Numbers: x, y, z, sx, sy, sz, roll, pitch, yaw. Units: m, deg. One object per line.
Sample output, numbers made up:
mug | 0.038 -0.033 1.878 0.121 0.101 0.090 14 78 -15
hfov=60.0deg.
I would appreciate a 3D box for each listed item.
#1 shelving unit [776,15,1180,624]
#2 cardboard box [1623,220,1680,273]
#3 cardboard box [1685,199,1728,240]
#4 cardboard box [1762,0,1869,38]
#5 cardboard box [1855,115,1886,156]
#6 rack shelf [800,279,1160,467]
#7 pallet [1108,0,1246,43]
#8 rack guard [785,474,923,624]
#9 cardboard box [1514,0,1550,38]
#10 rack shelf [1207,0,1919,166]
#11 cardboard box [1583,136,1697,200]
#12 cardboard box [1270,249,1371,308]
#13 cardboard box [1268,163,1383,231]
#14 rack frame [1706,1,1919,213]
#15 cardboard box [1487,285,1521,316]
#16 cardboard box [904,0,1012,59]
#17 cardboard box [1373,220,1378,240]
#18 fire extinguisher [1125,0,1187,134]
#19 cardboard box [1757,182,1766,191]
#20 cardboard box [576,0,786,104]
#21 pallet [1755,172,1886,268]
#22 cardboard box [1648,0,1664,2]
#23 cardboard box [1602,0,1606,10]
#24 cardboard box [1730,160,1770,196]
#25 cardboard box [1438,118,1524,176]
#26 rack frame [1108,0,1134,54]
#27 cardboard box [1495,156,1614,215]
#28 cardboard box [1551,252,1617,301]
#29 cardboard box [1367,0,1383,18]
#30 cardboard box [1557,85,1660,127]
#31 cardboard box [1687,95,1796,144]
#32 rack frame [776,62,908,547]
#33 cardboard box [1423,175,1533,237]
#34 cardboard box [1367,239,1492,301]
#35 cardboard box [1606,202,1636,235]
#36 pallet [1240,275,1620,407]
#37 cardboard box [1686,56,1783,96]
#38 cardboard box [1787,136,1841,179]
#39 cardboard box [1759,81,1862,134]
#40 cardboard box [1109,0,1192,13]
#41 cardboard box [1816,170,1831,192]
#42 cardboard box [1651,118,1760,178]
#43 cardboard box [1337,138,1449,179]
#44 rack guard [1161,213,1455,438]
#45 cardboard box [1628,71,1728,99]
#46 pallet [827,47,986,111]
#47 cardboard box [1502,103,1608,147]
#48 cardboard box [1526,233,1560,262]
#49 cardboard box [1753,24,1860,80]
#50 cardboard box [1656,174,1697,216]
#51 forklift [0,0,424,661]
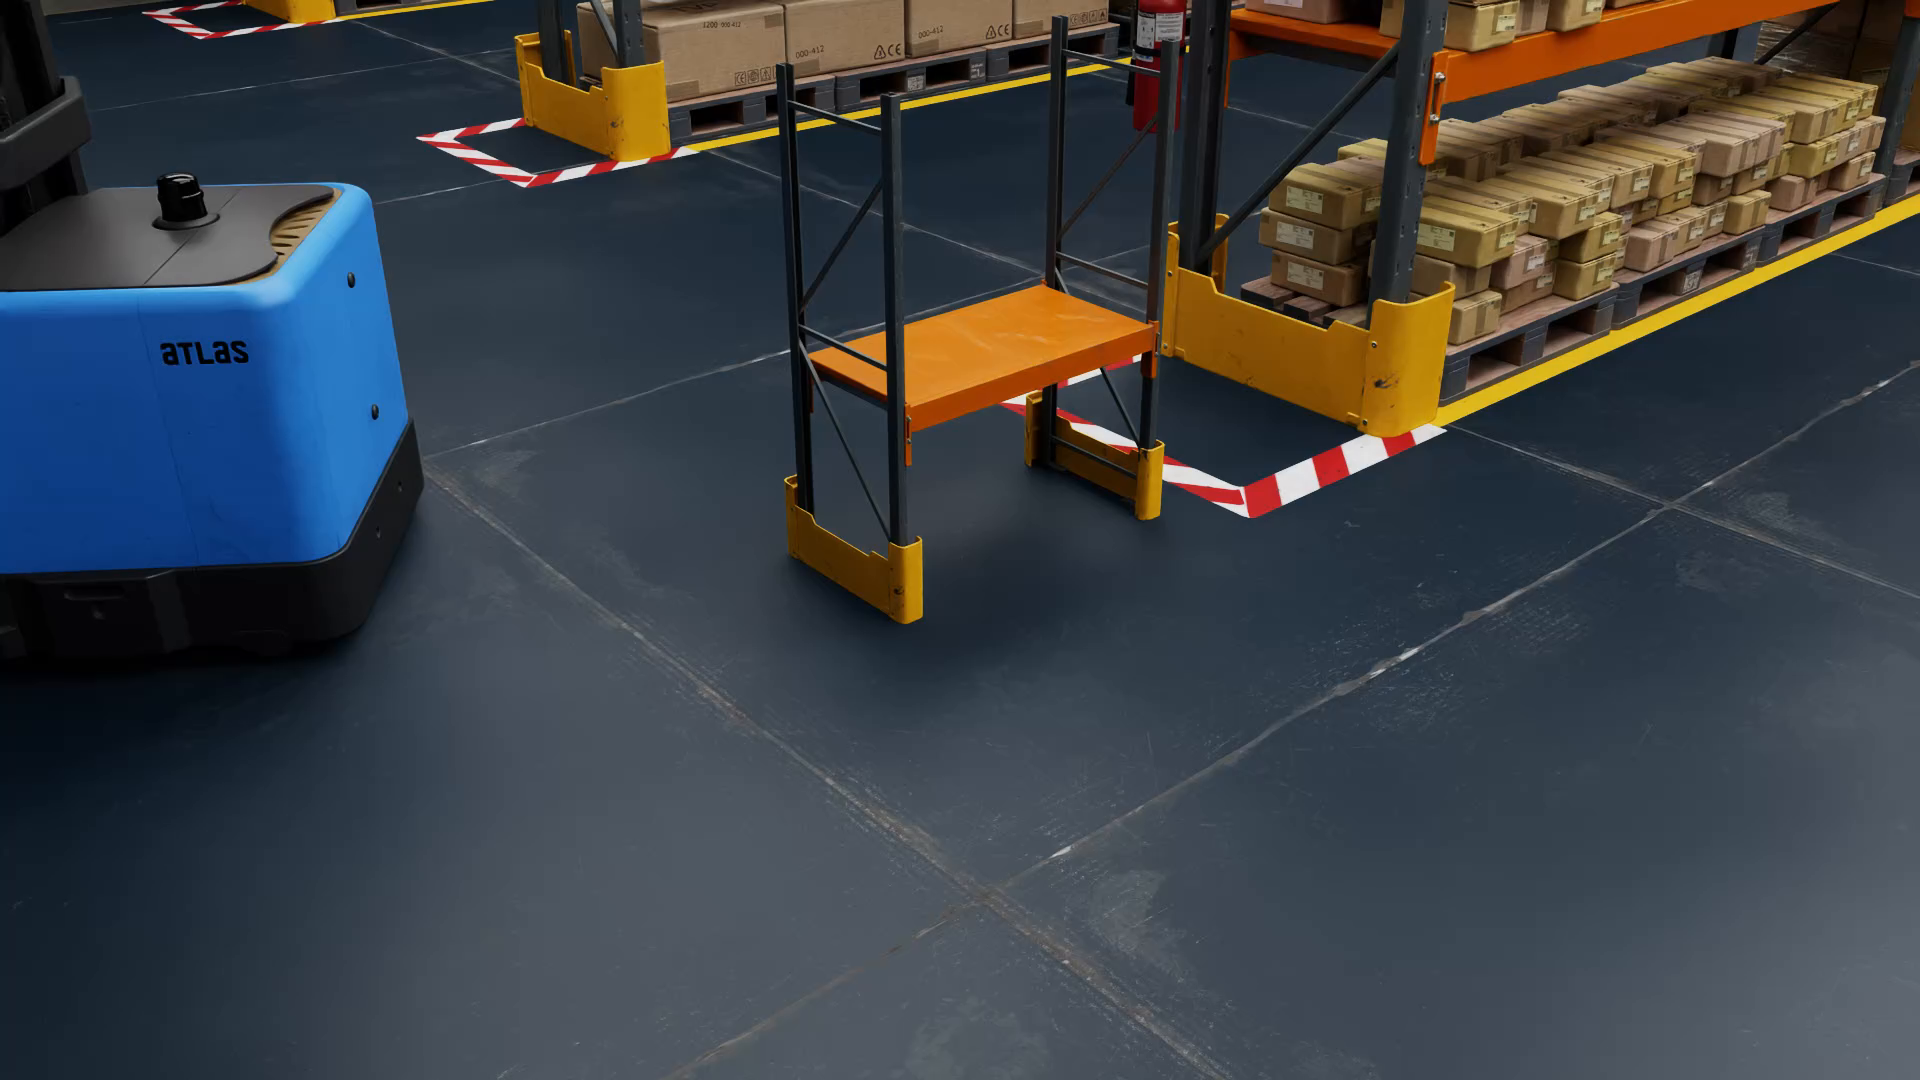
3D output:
shelving unit | 0.058 -0.685 4.940 1.083 1.500 0.587 -22 35 -35
cardboard box | 2.787 -1.269 7.022 0.250 0.149 0.380 -24 36 -37
cardboard box | 3.143 -1.449 7.358 0.250 0.149 0.380 -21 35 -34
cardboard box | 4.652 -2.868 8.844 0.500 0.250 0.500 -23 36 -36
cardboard box | 4.216 -1.984 8.044 0.250 0.149 0.380 -21 35 -34
rack shelf | 0.065 -0.529 5.030 1.000 0.185 0.538 -22 35 -35
pallet | 1.498 -3.913 12.348 1.213 0.211 1.003 -22 35 -35
rack guard | -0.321 0.019 4.950 0.087 0.250 0.587 -22 35 -35
cardboard box | 1.832 -1.875 5.843 0.250 0.149 0.380 -20 34 -33
rack shelf | 2.728 -2.206 6.959 4.000 0.370 1.077 -22 35 -35
cardboard box | 2.814 -1.550 6.916 0.250 0.149 0.380 -21 35 -34
cardboard box | 1.471 -1.076 6.659 0.250 0.149 0.380 -21 35 -34
cardboard box | 1.445 -1.355 6.551 0.250 0.149 0.380 -21 35 -34
rack frame | 4.249 -3.136 7.935 0.127 3.000 1.000 -22 35 -35
cardboard box | 1.959 -0.995 6.508 0.250 0.149 0.380 -22 35 -35
cardboard box | -0.268 -3.507 10.903 0.875 0.438 0.875 -23 36 -36
cardboard box | 1.656 -1.295 6.755 0.250 0.149 0.380 -23 36 -36
fire extinguisher | 0.715 -1.802 5.917 0.183 0.674 0.296 -22 35 -35
cardboard box | 3.482 -1.631 7.698 0.250 0.149 0.380 -23 36 -36
cardboard box | -1.646 -2.949 9.858 0.875 0.438 0.875 -23 36 -37
pallet | 3.761 -1.688 8.184 1.213 0.211 1.003 -22 35 -35
cardboard box | 2.608 -2.206 6.463 0.250 0.149 0.380 -23 36 -36
cardboard box | 2.180 -2.067 6.202 0.250 0.149 0.380 -20 34 -33
cardboard box | 3.390 -1.682 7.479 0.250 0.149 0.380 -21 35 -34
cardboard box | 2.194 -1.695 7.187 0.250 0.149 0.380 -20 34 -33
rack frame | 0.960 -4.880 11.198 0.127 3.000 1.000 -22 35 -35
cardboard box | 2.367 -1.405 6.644 0.250 0.149 0.380 -24 36 -37
cardboard box | 2.409 -1.112 6.728 0.250 0.149 0.380 -21 35 -34
cardboard box | 1.484 -2.065 6.198 0.250 0.149 0.380 -22 35 -35
cardboard box | 3.014 -2.000 7.758 0.250 0.149 0.380 -21 35 -34
cardboard box | 3.546 -1.901 7.573 0.250 0.149 0.380 -21 34 -33
rack frame | -0.322 -0.532 4.654 0.032 1.500 0.500 -22 35 -35
cardboard box | 1.957 -1.268 6.388 0.250 0.149 0.380 -21 35 -34
cardboard box | 1.772 -1.039 6.276 0.250 0.149 0.380 -20 34 -33
cardboard box | 2.551 -1.364 6.884 0.250 0.149 0.380 -24 36 -37
pallet | 1.905 -0.941 6.787 1.213 0.211 1.003 -22 35 -35
cardboard box | 3.853 -2.295 8.309 0.250 0.149 0.380 -20 34 -33
cardboard box | 3.826 -1.809 7.716 0.250 0.149 0.380 -23 36 -37
cardboard box | 3.979 -2.031 7.816 0.250 0.149 0.380 -21 35 -34
cardboard box | 1.379 -4.346 12.009 0.875 0.875 0.875 -21 34 -33
cardboard box | 3.920 -1.772 7.962 0.250 0.149 0.380 -21 34 -34
cardboard box | 3.203 -1.698 7.193 0.250 0.149 0.380 -23 36 -37
cardboard box | 1.788 -1.536 6.890 0.250 0.149 0.380 -23 36 -36
rack guard | 1.264 -0.833 6.278 0.348 0.500 1.175 -22 35 -35
cardboard box | 3.444 -2.137 8.014 0.250 0.149 0.380 -22 35 -36
pallet | -0.598 -3.070 10.771 1.213 0.211 1.003 -22 35 -35
cardboard box | 2.647 -1.826 7.432 0.250 0.149 0.380 -22 35 -35
cardboard box | 2.145 -1.209 6.594 0.250 0.149 0.380 -21 35 -34
cardboard box | 4.649 -2.535 9.018 0.500 0.500 0.500 -23 36 -36
cardboard box | 2.943 -1.541 7.215 0.250 0.149 0.380 -20 34 -33
forklift | -3.220 -1.142 4.277 3.031 2.935 1.130 -2 28 -4
